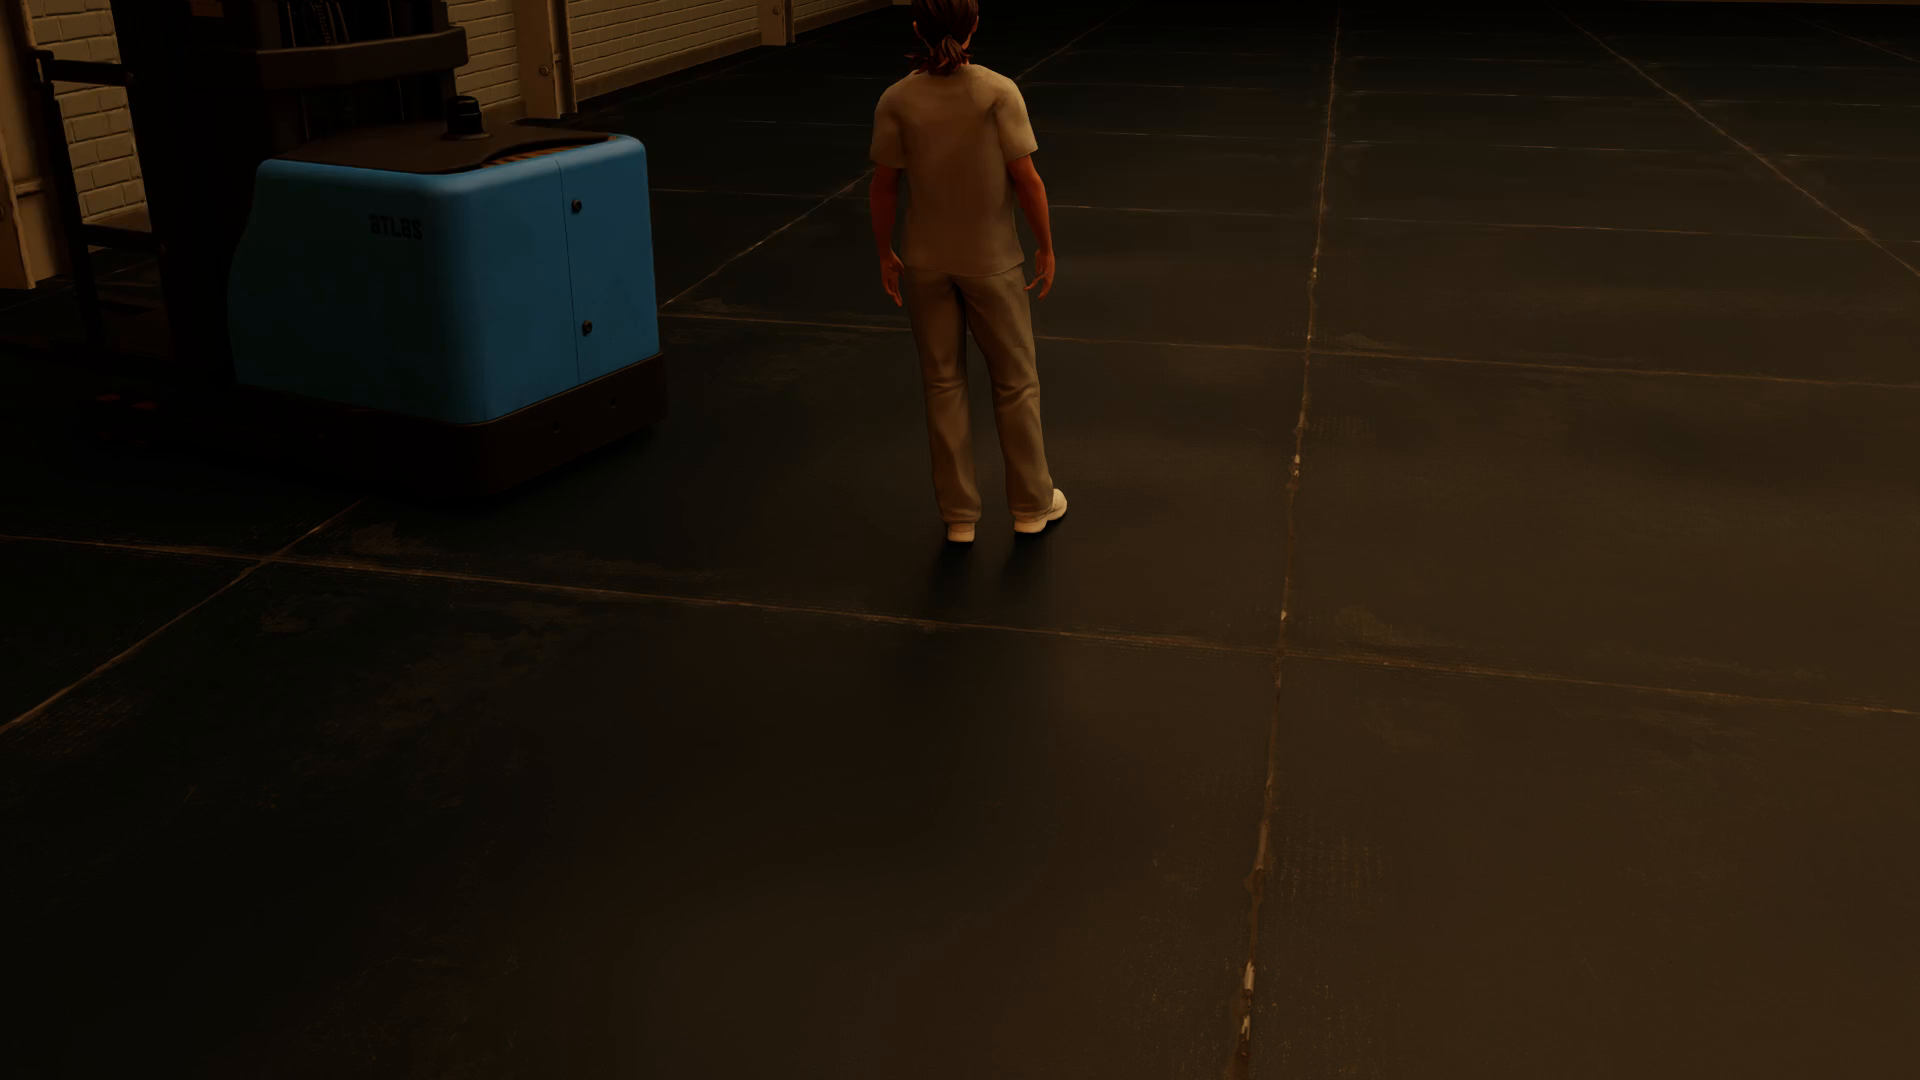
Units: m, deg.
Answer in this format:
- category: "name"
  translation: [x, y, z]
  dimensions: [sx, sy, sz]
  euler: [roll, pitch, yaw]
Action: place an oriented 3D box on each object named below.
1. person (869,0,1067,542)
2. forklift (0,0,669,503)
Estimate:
- category: "person"
  translation: [0.029, -0.809, 4.894]
  dimensions: [0.550, 1.673, 0.548]
  euler: [5, 23, 11]
- category: "forklift"
  translation: [-2.615, -1.851, 5.806]
  dimensions: [3.031, 2.935, 1.130]
  euler: [11, 25, 25]
